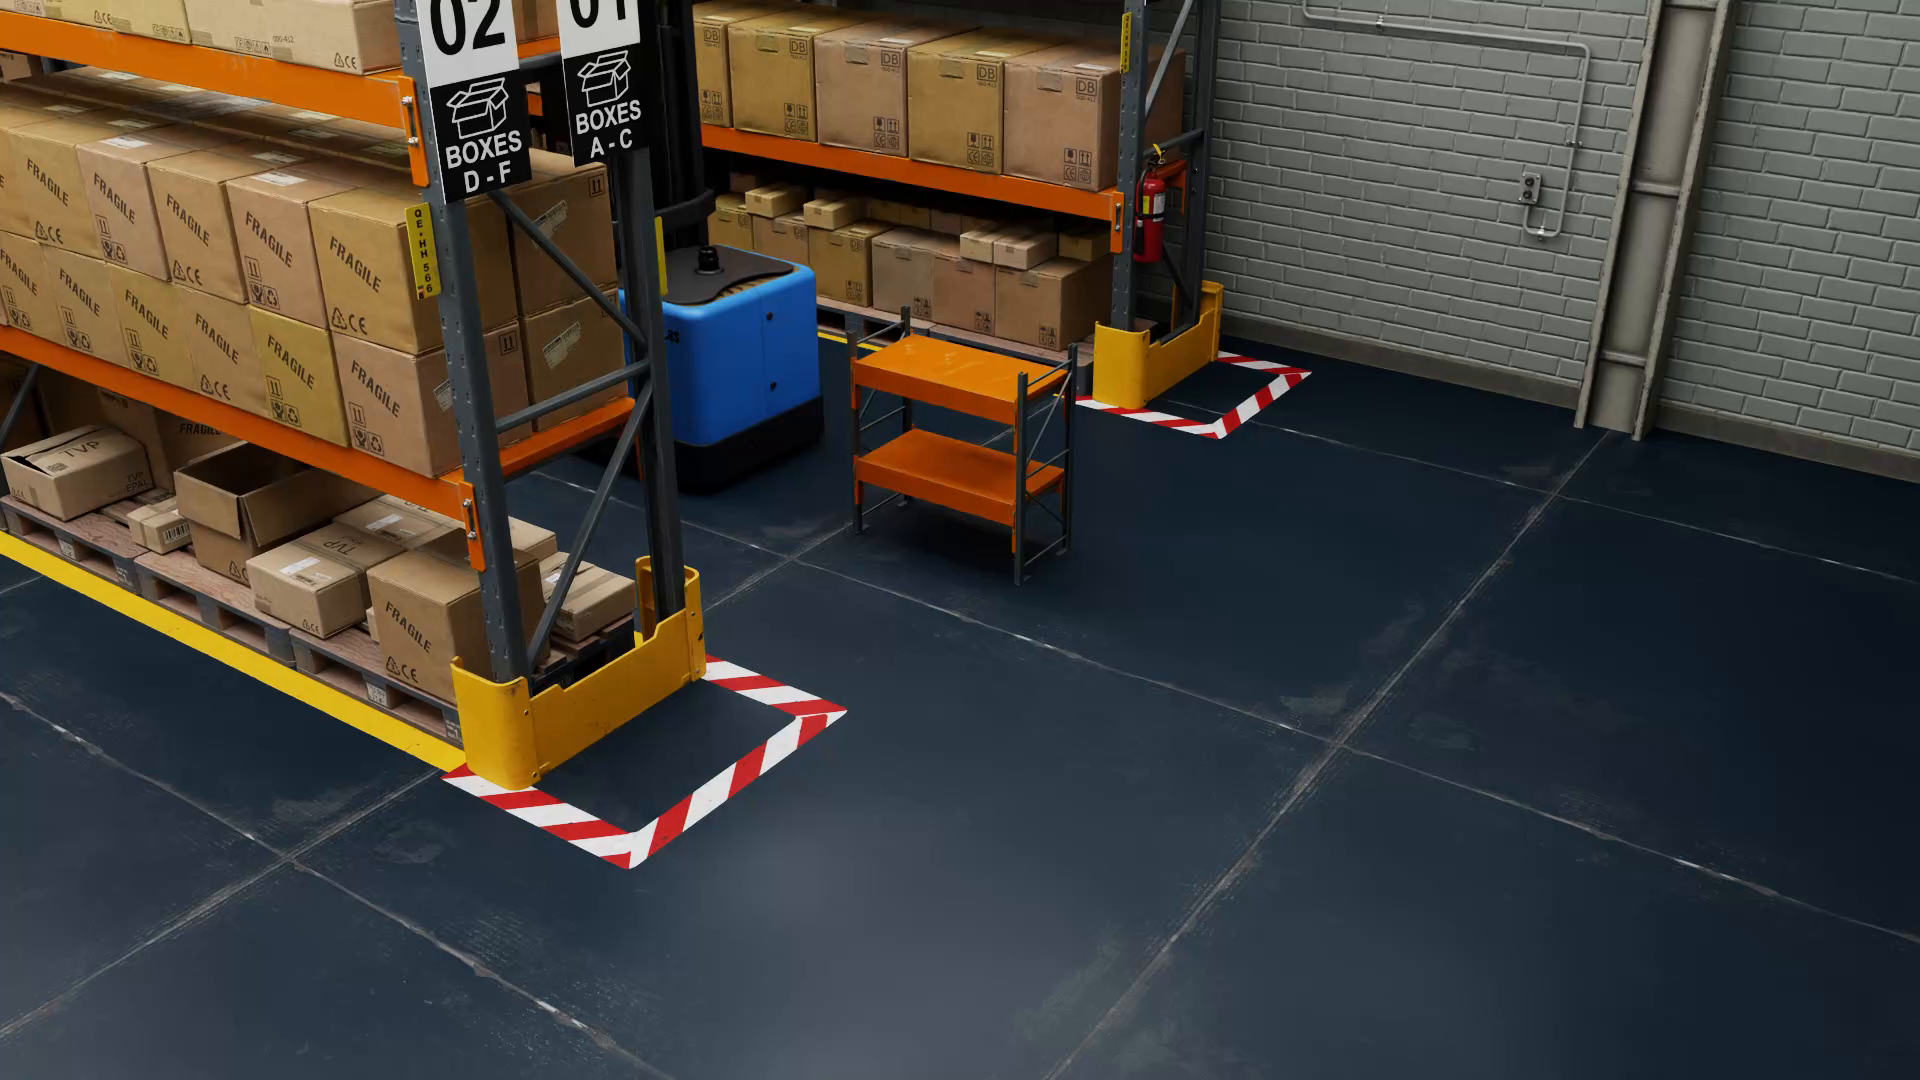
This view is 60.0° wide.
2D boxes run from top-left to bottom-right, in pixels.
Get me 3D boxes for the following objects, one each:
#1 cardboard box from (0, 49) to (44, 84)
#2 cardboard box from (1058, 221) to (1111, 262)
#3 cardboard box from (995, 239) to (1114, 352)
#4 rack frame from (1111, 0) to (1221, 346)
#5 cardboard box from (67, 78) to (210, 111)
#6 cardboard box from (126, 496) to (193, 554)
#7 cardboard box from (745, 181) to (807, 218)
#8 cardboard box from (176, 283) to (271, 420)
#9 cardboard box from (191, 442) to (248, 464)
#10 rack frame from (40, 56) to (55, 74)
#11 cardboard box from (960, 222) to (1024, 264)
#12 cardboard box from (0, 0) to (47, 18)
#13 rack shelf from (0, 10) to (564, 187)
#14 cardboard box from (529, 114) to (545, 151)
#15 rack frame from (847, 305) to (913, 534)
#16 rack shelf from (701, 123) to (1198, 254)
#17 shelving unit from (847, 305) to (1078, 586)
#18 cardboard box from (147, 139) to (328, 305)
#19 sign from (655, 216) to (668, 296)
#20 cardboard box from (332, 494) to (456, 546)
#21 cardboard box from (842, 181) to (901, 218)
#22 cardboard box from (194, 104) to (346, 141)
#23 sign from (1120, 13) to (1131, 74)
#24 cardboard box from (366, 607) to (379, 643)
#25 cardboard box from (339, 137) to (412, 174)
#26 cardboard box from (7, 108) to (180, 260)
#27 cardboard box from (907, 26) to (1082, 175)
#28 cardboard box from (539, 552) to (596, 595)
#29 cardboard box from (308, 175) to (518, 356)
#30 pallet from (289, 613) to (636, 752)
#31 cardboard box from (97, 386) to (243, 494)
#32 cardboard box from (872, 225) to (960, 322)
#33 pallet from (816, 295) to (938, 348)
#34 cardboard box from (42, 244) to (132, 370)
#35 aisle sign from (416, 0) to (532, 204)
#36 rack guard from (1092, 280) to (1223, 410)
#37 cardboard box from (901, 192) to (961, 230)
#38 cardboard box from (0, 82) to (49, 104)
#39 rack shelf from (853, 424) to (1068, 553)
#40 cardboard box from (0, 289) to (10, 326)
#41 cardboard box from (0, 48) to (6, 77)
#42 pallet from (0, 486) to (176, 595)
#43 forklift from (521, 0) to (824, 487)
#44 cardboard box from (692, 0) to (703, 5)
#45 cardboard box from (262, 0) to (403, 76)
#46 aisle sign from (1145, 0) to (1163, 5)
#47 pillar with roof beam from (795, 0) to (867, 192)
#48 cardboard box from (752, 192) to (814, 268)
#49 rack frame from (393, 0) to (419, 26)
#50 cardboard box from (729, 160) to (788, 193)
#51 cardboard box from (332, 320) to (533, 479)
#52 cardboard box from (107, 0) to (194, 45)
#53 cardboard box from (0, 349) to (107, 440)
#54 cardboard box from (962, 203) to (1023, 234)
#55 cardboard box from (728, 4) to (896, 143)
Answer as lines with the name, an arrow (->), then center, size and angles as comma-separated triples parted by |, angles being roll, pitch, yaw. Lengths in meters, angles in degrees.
cardboard box -> -9.506, -4.818, 17.182 | 0.500, 0.500, 0.500 | 15, 30, 27
cardboard box -> 0.846, -1.950, 10.853 | 0.250, 0.149, 0.380 | 18, 32, 31
cardboard box -> 0.630, -1.619, 10.917 | 0.500, 0.500, 0.700 | 17, 32, 30
rack frame -> 1.263, -2.403, 10.165 | 0.127, 3.000, 1.000 | 17, 32, 30
cardboard box -> -3.848, -1.904, 7.971 | 0.500, 0.500, 0.500 | 17, 31, 29
cardboard box -> -3.893, -0.104, 8.285 | 0.250, 0.166, 0.380 | 17, 32, 30
cardboard box -> -1.296, -2.406, 11.748 | 0.250, 0.149, 0.380 | 19, 32, 32
cardboard box -> -2.899, -0.870, 7.042 | 0.500, 0.500, 0.500 | 18, 32, 31
cardboard box -> -3.587, -0.342, 8.595 | 0.500, 0.311, 0.500 | 17, 32, 30
rack frame -> -8.628, -5.485, 16.220 | 0.127, 3.000, 1.000 | 17, 32, 30
cardboard box -> 0.210, -1.938, 10.829 | 0.250, 0.149, 0.380 | 18, 32, 32
cardboard box -> -3.753, -2.371, 6.960 | 0.500, 0.250, 0.500 | 17, 32, 30
rack shelf -> -3.187, -2.080, 7.016 | 4.000, 0.370, 1.077 | 17, 32, 30
cardboard box -> -3.378, -3.005, 13.255 | 0.750, 0.750, 0.750 | 18, 32, 32
rack frame -> -0.413, -0.630, 8.748 | 0.032, 1.125, 0.500 | 17, 32, 30
rack shelf -> -0.385, -2.596, 11.337 | 4.000, 0.370, 1.077 | 17, 32, 30
shelving unit -> 0.006, -0.500, 8.491 | 1.048, 1.125, 0.538 | 17, 32, 30
cardboard box -> -2.908, -1.313, 6.810 | 0.500, 0.500, 0.500 | 18, 32, 32
sign -> -1.231, -1.139, 6.726 | 0.005, 0.325, 0.100 | 17, 32, 30
cardboard box -> -2.650, -0.023, 8.035 | 0.500, 0.250, 0.500 | 17, 32, 30
cardboard box -> -0.622, -2.407, 11.749 | 0.250, 0.149, 0.380 | 18, 32, 31
cardboard box -> -3.019, -1.645, 7.462 | 0.500, 0.500, 0.500 | 17, 32, 30
sign -> 0.945, -2.826, 9.457 | 0.005, 0.325, 0.100 | 17, 32, 30
cardboard box -> -2.409, 0.331, 7.431 | 0.250, 0.166, 0.380 | 17, 32, 30
cardboard box -> -2.190, -1.384, 6.950 | 0.500, 0.500, 0.500 | 18, 32, 31
cardboard box -> -3.757, -1.577, 7.329 | 0.500, 0.500, 0.500 | 16, 31, 29
cardboard box -> 0.231, -2.847, 10.706 | 0.700, 0.700, 0.980 | 17, 32, 30
cardboard box -> -1.895, 0.216, 7.657 | 0.250, 0.166, 0.380 | 17, 32, 30
cardboard box -> -2.061, -1.052, 6.297 | 0.500, 0.500, 0.500 | 17, 32, 30
pallet -> -2.259, 0.469, 7.597 | 1.213, 0.211, 1.003 | 17, 32, 30
cardboard box -> -4.205, -0.619, 8.931 | 0.500, 0.500, 0.500 | 17, 32, 30
cardboard box -> -0.198, -1.876, 11.422 | 0.500, 0.500, 0.700 | 16, 31, 29
pallet -> -0.442, -1.650, 11.760 | 1.213, 0.211, 1.003 | 17, 32, 30
cardboard box -> -3.735, -1.130, 7.552 | 0.500, 0.500, 0.500 | 17, 32, 30
aisle sign -> -1.655, -1.577, 5.675 | 0.004, 0.787, 0.394 | 17, 32, 30
rack guard -> 1.283, -1.283, 10.720 | 0.348, 0.500, 1.175 | 17, 32, 30
cardboard box -> -0.200, -2.275, 11.492 | 0.250, 0.149, 0.380 | 18, 32, 31
cardboard box -> -4.606, -1.841, 7.849 | 0.500, 0.500, 0.500 | 18, 32, 32
rack shelf -> 0.006, -0.282, 8.602 | 1.000, 0.278, 0.538 | 17, 32, 30
cardboard box -> -4.570, -1.389, 8.062 | 0.500, 0.500, 0.500 | 18, 32, 32
cardboard box -> -10.360, -5.029, 17.596 | 0.500, 0.500, 0.700 | 15, 31, 27
pallet -> -4.270, -0.158, 8.828 | 1.213, 0.211, 1.003 | 17, 32, 30
forklift -> -2.283, -2.127, 9.699 | 3.031, 2.935, 1.130 | 19, 33, 33
cardboard box -> -2.270, -3.829, 12.506 | 0.500, 0.500, 0.500 | 16, 31, 29
cardboard box -> -2.111, -1.854, 5.943 | 0.500, 0.250, 0.500 | 17, 32, 30
aisle sign -> 1.153, -3.431, 9.319 | 0.004, 0.787, 0.394 | 17, 32, 30
pillar with roof beam -> -3.404, -4.638, 7.942 | 0.400, 9.000, 9.100 | 17, 32, 30
cardboard box -> -1.063, -2.143, 11.947 | 0.500, 0.500, 0.700 | 17, 32, 30
rack frame -> -1.538, -3.224, 5.163 | 0.127, 3.000, 1.000 | 17, 32, 30
cardboard box -> -1.483, -2.674, 12.274 | 0.250, 0.149, 0.380 | 17, 32, 30
cardboard box -> -2.062, -0.608, 6.527 | 0.500, 0.500, 0.500 | 18, 32, 32
cardboard box -> -2.936, -2.110, 6.446 | 0.500, 0.250, 0.500 | 17, 32, 30
cardboard box -> -5.096, -0.875, 9.433 | 0.500, 0.500, 0.500 | 16, 31, 28
cardboard box -> 0.222, -2.145, 11.235 | 0.250, 0.149, 0.380 | 18, 32, 31
cardboard box -> -0.997, -3.229, 11.457 | 0.700, 0.700, 0.980 | 16, 31, 29
